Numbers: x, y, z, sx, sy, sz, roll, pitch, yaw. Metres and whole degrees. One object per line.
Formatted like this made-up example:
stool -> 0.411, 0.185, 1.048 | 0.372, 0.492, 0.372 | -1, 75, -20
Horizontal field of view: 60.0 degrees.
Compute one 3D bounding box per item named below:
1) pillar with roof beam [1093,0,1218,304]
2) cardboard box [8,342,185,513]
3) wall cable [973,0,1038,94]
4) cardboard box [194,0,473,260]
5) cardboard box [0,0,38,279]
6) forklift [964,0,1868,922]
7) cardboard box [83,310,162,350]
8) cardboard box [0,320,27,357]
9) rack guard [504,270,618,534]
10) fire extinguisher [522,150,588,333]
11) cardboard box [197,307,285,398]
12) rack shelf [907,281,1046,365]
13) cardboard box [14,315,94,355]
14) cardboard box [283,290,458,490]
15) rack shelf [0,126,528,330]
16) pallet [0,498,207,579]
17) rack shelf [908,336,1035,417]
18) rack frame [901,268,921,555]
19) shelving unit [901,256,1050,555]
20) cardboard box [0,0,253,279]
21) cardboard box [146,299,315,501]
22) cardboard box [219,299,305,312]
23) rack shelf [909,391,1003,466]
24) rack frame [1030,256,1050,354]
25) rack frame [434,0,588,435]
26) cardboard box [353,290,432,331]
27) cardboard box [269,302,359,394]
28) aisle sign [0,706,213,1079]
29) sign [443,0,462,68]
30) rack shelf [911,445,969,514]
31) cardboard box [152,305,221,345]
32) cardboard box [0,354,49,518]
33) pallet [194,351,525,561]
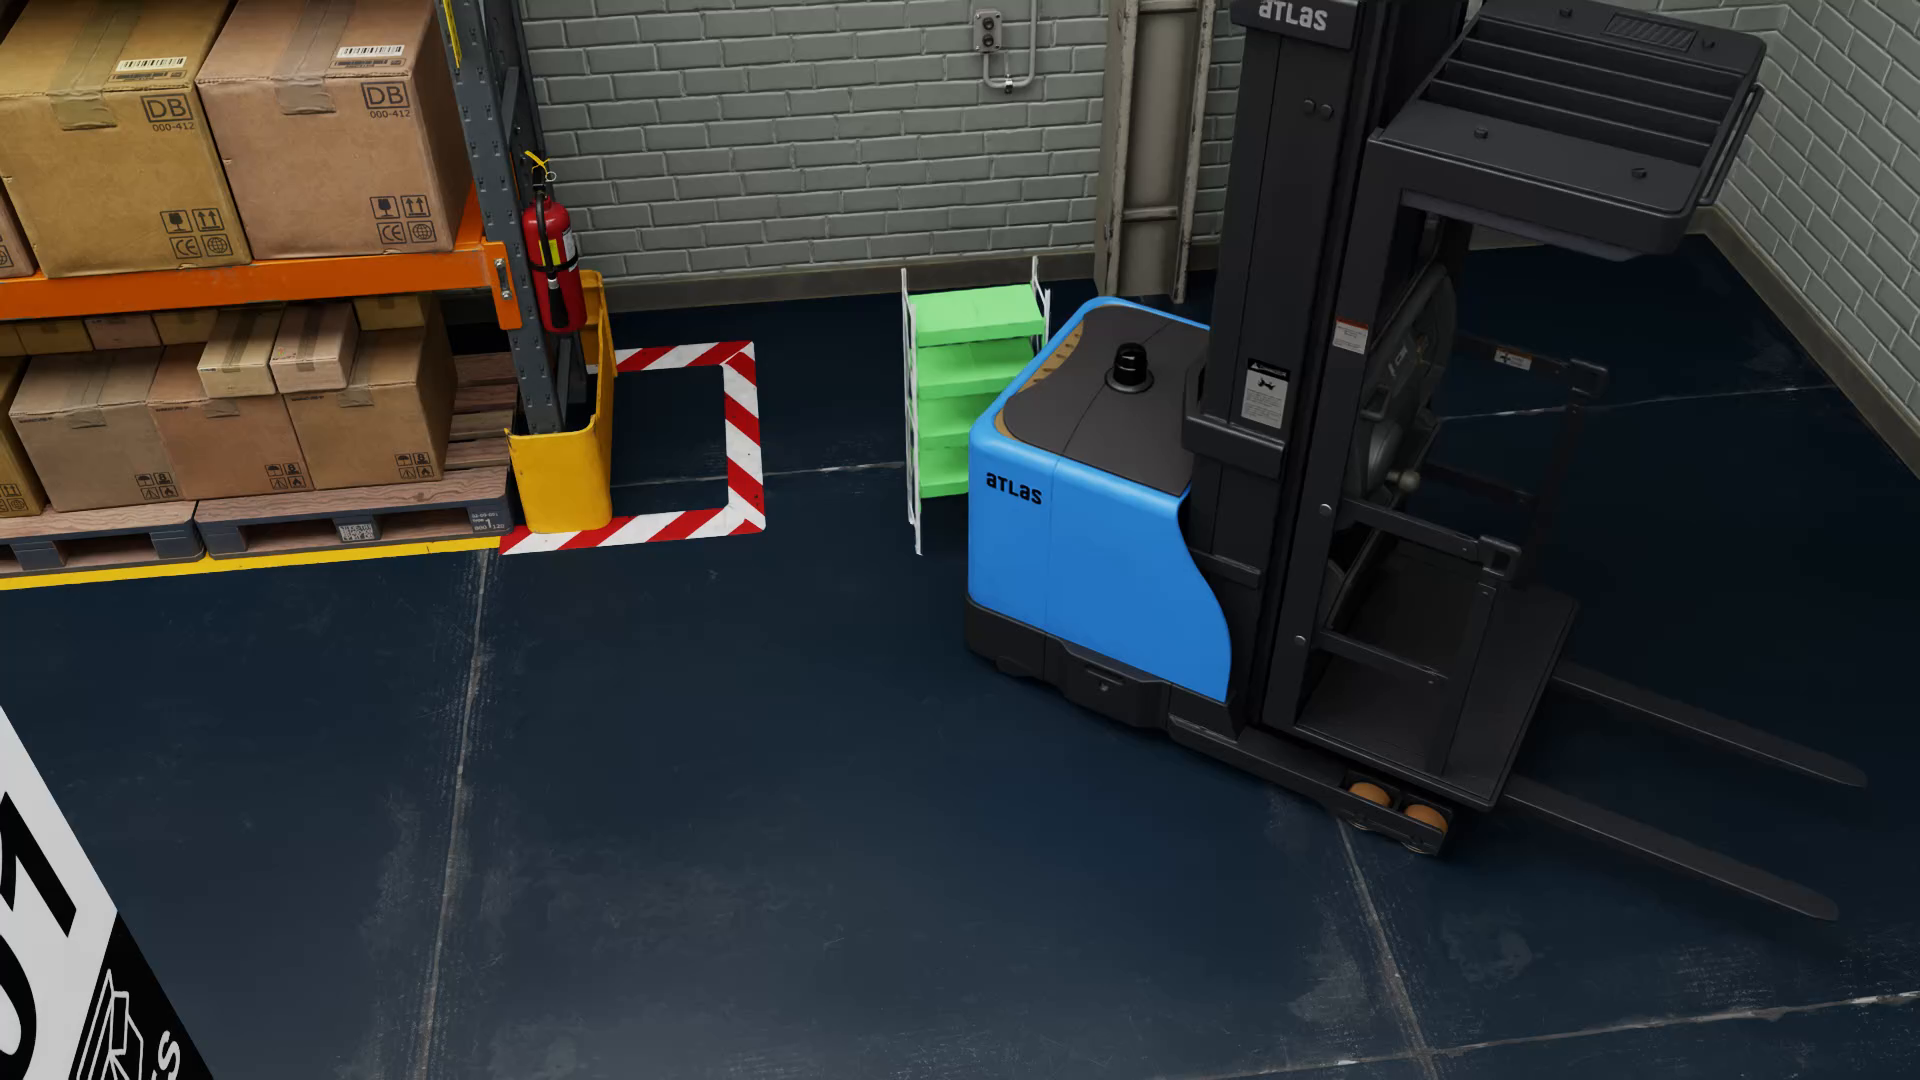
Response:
pillar with roof beam -> 1.427, -1.711, 1.928 | 0.400, 9.000, 9.100 | -5, 42, -6
cardboard box -> -3.372, -0.546, 6.669 | 0.500, 0.500, 0.700 | -6, 42, -7
wall cable -> -0.549, -2.650, 6.690 | 1.851, 1.984, 0.084 | -5, 42, -6
cardboard box -> -2.200, -1.594, 6.054 | 0.700, 0.700, 0.980 | -3, 42, -4
cardboard box -> -3.678, -1.463, 5.909 | 0.700, 0.700, 0.980 | -7, 43, -8
forklift -> 1.549, -0.447, 5.057 | 3.031, 2.935, 1.130 | 21, 46, 22
cardboard box -> -3.282, -0.930, 6.610 | 0.250, 0.149, 0.380 | -4, 42, -5
cardboard box -> -3.787, -0.886, 6.561 | 0.250, 0.149, 0.380 | -6, 42, -6
rack guard -> -1.672, -0.607, 7.050 | 0.348, 0.500, 1.175 | -5, 42, -6
fire extinguisher -> -1.487, -1.073, 6.036 | 0.183, 0.674, 0.296 | -5, 42, -6
cardboard box -> -2.734, -0.720, 6.377 | 0.250, 0.149, 0.380 | -4, 42, -4
rack shelf -> 0.055, -0.802, 6.122 | 0.480, 0.148, 0.258 | -7, 42, -7
cardboard box -> -3.536, -0.907, 6.585 | 0.250, 0.149, 0.380 | -5, 42, -5
cardboard box -> -2.377, -0.634, 6.766 | 0.500, 0.500, 0.700 | -5, 42, -6
rack shelf -> -3.679, -1.093, 6.259 | 4.000, 0.370, 1.077 | -5, 42, -6
pallet -> -3.686, -0.273, 6.895 | 1.213, 0.211, 1.003 | -5, 42, -6
rack shelf -> 0.055, -0.624, 6.283 | 0.480, 0.148, 0.258 | -7, 42, -7
rack frame -> -0.186, -0.465, 6.369 | 0.015, 1.200, 0.240 | -7, 42, -7
shelving unit -> 0.055, -0.493, 6.401 | 0.503, 1.200, 0.258 | -7, 42, -7
cardboard box -> -2.920, -1.523, 5.975 | 0.700, 0.700, 0.980 | -5, 42, -6
cardboard box -> -2.873, -0.590, 6.718 | 0.500, 0.500, 0.700 | -5, 42, -6
cardboard box -> -2.781, -0.974, 6.659 | 0.250, 0.149, 0.380 | -5, 42, -5
rack shelf -> 0.055, -0.446, 6.444 | 0.480, 0.148, 0.258 | -7, 42, -7
rack frame -> 0.295, -0.522, 6.432 | 0.015, 1.200, 0.240 | -7, 42, -7
rack frame -> -1.696, -1.533, 6.210 | 0.127, 3.000, 1.000 | -5, 42, -6
cardboard box -> -2.279, -1.018, 6.708 | 0.250, 0.149, 0.380 | -5, 42, -5
cardboard box -> -2.481, -0.743, 6.402 | 0.250, 0.149, 0.380 | -5, 42, -6
aisle sign -> -1.021, 0.590, 1.916 | 0.004, 0.787, 0.394 | -5, 42, -6
sign -> -1.639, -1.690, 5.342 | 0.005, 0.325, 0.100 | -5, 42, -6
rack shelf -> 0.055, -0.267, 6.604 | 0.480, 0.148, 0.258 | -7, 42, -7
cardboard box -> -3.030, -0.953, 6.635 | 0.250, 0.149, 0.380 | -5, 42, -5
cardboard box -> -3.900, -0.495, 6.612 | 0.500, 0.500, 0.700 | -4, 42, -5
pallet -> -2.479, -0.376, 7.010 | 1.213, 0.211, 1.003 | -5, 42, -6
